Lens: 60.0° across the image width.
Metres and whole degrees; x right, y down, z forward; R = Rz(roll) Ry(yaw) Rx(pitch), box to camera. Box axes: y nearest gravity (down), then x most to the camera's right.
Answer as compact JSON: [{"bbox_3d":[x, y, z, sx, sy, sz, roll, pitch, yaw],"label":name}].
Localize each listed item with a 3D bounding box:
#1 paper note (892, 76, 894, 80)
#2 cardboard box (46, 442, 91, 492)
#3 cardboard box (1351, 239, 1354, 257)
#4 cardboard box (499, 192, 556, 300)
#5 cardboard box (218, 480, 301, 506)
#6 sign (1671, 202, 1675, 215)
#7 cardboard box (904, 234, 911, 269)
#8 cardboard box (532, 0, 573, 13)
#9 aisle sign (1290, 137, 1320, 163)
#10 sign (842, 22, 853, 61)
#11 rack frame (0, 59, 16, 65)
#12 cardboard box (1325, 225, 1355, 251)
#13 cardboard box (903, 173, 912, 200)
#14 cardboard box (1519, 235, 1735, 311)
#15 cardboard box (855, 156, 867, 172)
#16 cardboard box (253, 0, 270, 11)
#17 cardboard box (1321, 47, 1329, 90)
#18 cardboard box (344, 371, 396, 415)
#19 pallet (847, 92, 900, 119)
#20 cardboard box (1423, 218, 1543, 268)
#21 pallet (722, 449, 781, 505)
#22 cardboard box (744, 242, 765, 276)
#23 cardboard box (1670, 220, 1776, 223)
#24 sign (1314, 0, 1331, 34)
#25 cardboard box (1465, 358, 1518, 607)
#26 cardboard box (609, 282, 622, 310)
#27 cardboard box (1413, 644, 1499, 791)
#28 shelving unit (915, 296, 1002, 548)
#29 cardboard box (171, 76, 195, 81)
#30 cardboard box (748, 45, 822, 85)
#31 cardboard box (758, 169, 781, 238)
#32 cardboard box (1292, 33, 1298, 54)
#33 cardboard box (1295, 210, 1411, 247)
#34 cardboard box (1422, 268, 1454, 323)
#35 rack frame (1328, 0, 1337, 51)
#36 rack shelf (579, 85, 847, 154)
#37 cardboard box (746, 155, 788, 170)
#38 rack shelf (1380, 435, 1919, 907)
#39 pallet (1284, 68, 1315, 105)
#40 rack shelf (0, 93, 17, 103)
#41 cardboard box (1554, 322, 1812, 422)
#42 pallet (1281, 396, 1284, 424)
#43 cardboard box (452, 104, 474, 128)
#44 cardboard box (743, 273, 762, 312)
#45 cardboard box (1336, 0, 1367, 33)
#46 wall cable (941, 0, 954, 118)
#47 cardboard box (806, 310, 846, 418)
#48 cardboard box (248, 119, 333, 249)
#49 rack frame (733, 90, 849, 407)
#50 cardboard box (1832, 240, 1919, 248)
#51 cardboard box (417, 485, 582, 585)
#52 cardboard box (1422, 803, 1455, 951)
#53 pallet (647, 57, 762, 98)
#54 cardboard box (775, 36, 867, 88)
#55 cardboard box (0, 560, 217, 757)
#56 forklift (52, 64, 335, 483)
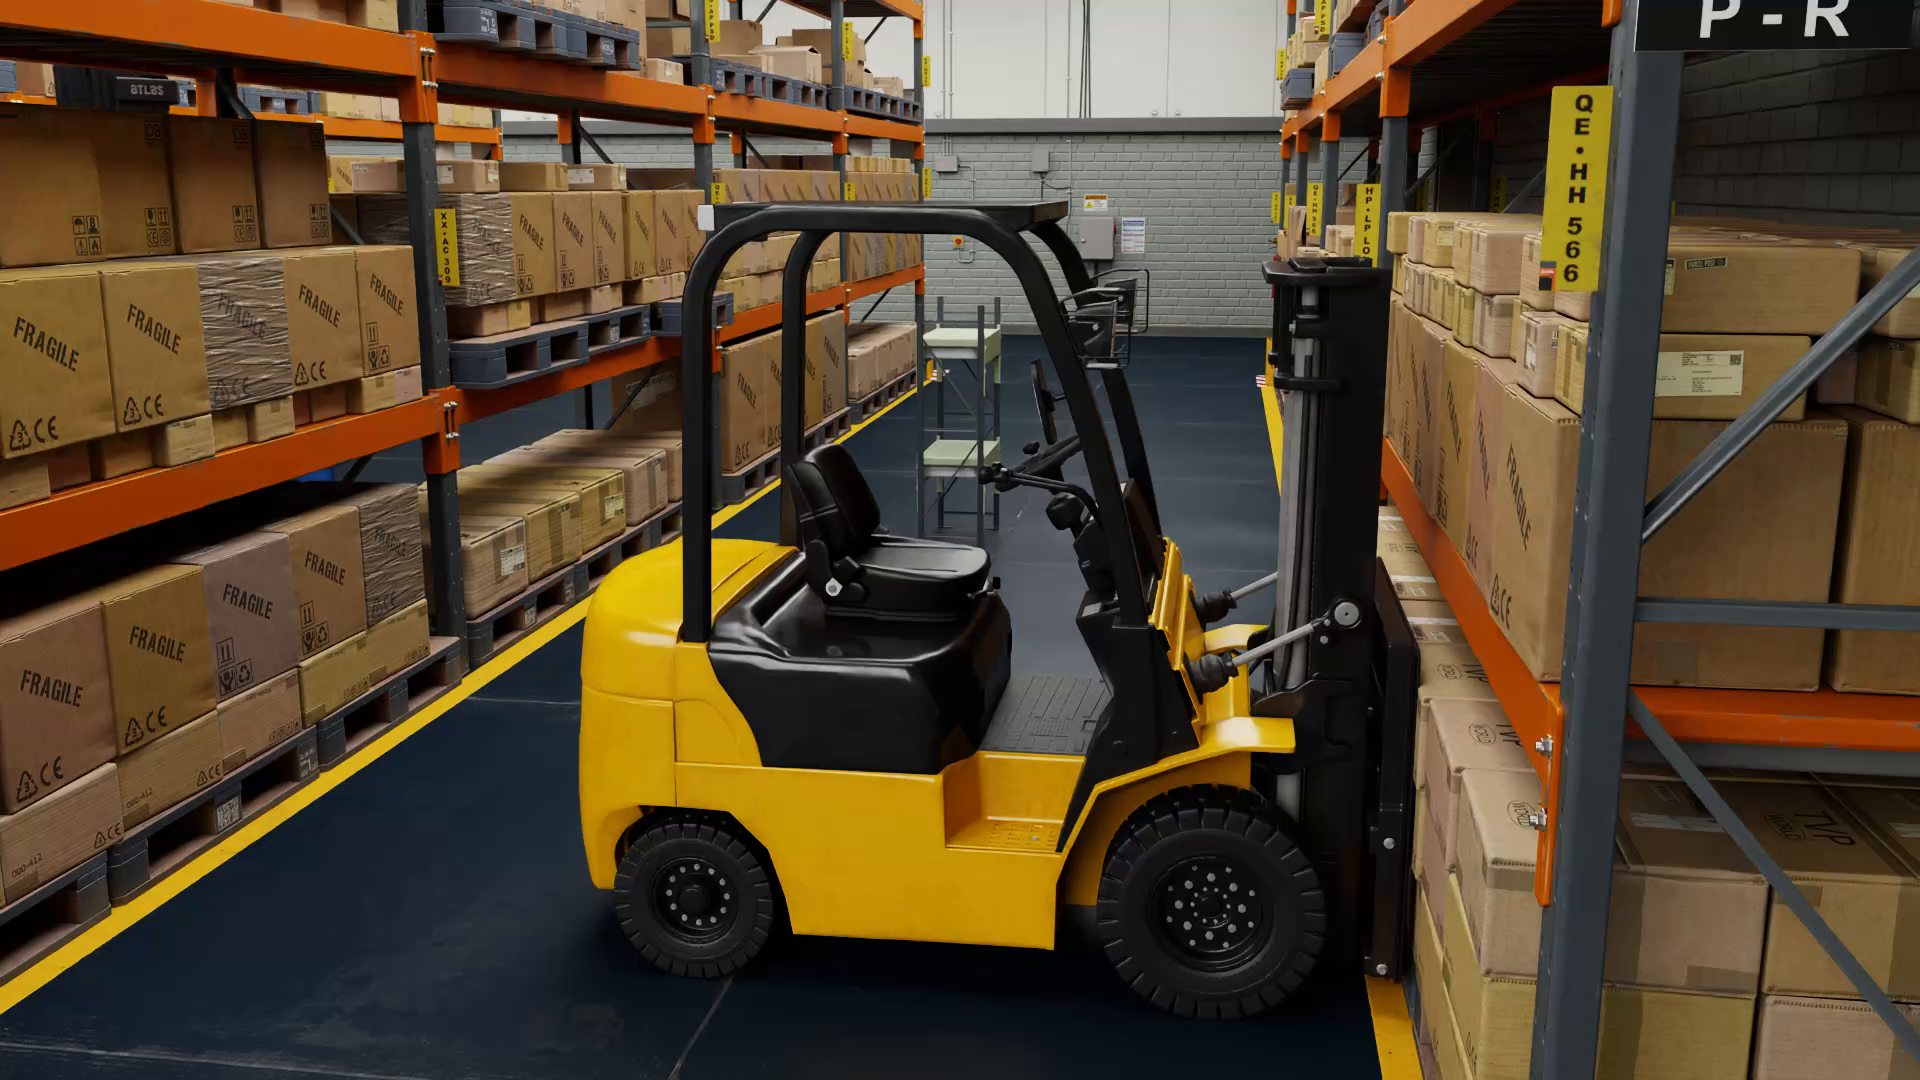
[{"bbox_3d":[-0.660,-4.572,16.461,0.006,0.032,0.123,2,12,9],"label":"paper note"},{"bbox_3d":[-2.898,-0.234,5.055,0.380,0.149,0.250,2,12,11],"label":"cardboard box"},{"bbox_3d":[2.002,-1.303,7.644,0.380,0.149,0.250,1,12,7],"label":"cardboard box"},{"bbox_3d":[-2.325,-1.449,8.155,0.500,0.500,0.500,2,12,9],"label":"cardboard box"},{"bbox_3d":[-3.115,0.030,6.985,0.500,0.500,0.500,2,12,11],"label":"cardboard box"},{"bbox_3d":[2.697,-1.141,6.423,0.100,0.325,0.005,2,12,9],"label":"sign"},{"bbox_3d":[-0.816,-3.190,17.940,0.500,0.500,0.500,2,12,7],"label":"cardboard box"},{"bbox_3d":[-2.194,-2.669,7.997,0.500,0.250,0.500,2,12,8],"label":"cardboard box"},{"bbox_3d":[3.714,-4.489,18.032,0.394,0.787,0.004,2,12,9],"label":"aisle sign"},{"bbox_3d":[-0.989,-4.379,14.599,0.100,0.325,0.005,2,12,9],"label":"sign"},{"bbox_3d":[-7.049,-4.761,11.226,1.000,3.000,0.127,2,12,9],"label":"rack frame"},{"bbox_3d":[2.423,-1.838,10.126,0.380,0.149,0.250,2,12,10],"label":"cardboard box"},{"bbox_3d":[-0.802,-3.674,17.812,0.500,0.500,0.500,2,12,9],"label":"cardboard box"},{"bbox_3d":[1.400,-0.564,3.508,0.380,0.149,0.250,2,12,10],"label":"cardboard box"},{"bbox_3d":[-1.102,-3.592,15.891,0.380,0.149,0.250,2,12,8],"label":"cardboard box"},{"bbox_3d":[-2.731,-1.969,5.988,0.380,0.149,0.250,1,12,7],"label":"cardboard box"},{"bbox_3d":[2.602,-3.037,10.701,0.500,0.250,0.500,1,12,7],"label":"cardboard box"},{"bbox_3d":[-2.537,-0.605,6.776,0.380,0.149,0.250,2,12,10],"label":"cardboard box"},{"bbox_3d":[-1.201,-4.368,16.732,1.003,0.211,1.213,2,12,9],"label":"pallet"},{"bbox_3d":[1.670,-0.935,5.229,0.380,0.149,0.250,2,12,8],"label":"cardboard box"},{"bbox_3d":[-1.946,-0.488,12.255,1.003,0.211,1.213,2,12,9],"label":"pallet"},{"bbox_3d":[-1.740,-2.065,12.126,0.500,0.250,0.500,2,12,10],"label":"cardboard box"},{"bbox_3d":[2.169,-0.866,4.909,0.380,0.149,0.250,2,12,8],"label":"cardboard box"},{"bbox_3d":[2.227,-3.266,10.182,0.100,0.325,0.005,2,12,9],"label":"sign"},{"bbox_3d":[1.438,-0.131,3.745,0.500,0.500,0.500,2,12,10],"label":"cardboard box"},{"bbox_3d":[-2.120,-1.371,9.333,0.380,0.149,0.250,1,12,7],"label":"cardboard box"},{"bbox_3d":[1.436,0.469,4.356,0.500,0.250,0.500,2,12,9],"label":"cardboard box"},{"bbox_3d":[-0.001,-0.732,10.329,0.431,1.500,0.755,2,12,9],"label":"shelving unit"},{"bbox_3d":[-6.801,-4.066,13.878,0.797,0.503,0.637,2,12,8],"label":"cardboard box"},{"bbox_3d":[-1.455,-3.960,13.841,0.500,0.311,0.500,2,12,9],"label":"cardboard box"},{"bbox_3d":[-1.663,-2.532,12.513,0.500,0.500,0.500,2,12,10],"label":"cardboard box"},{"bbox_3d":[2.847,-3.948,13.227,0.380,0.149,0.250,2,12,8],"label":"cardboard box"},{"bbox_3d":[2.831,-2.131,12.018,0.797,0.503,0.637,2,12,7],"label":"cardboard box"},{"bbox_3d":[1.614,-0.739,5.026,0.380,0.149,0.250,1,12,7],"label":"cardboard box"},{"bbox_3d":[2.763,-4.462,9.837,1.000,3.000,0.127,2,12,9],"label":"rack frame"},{"bbox_3d":[-1.834,-3.220,12.903,1.077,0.370,4.000,2,12,9],"label":"rack shelf"},{"bbox_3d":[-1.794,-3.451,15.236,0.380,0.149,0.250,2,12,7],"label":"cardboard box"},{"bbox_3d":[1.840,0.072,4.749,1.077,0.370,4.000,2,12,9],"label":"rack shelf"},{"bbox_3d":[3.052,-3.387,12.414,1.213,0.211,1.003,2,12,9],"label":"pallet"},{"bbox_3d":[-7.356,-2.527,9.686,1.077,0.370,4.000,2,12,9],"label":"rack shelf"},{"bbox_3d":[1.309,-0.311,3.039,0.380,0.149,0.250,2,12,9],"label":"cardboard box"},{"bbox_3d":[3.485,-1.141,15.289,1.003,0.211,1.213,2,12,9],"label":"pallet"},{"bbox_3d":[-5.698,-4.677,18.312,0.500,0.250,0.500,2,12,9],"label":"cardboard box"},{"bbox_3d":[-1.757,-1.817,12.160,0.500,0.250,0.500,2,12,7],"label":"cardboard box"},{"bbox_3d":[2.411,-3.156,9.424,0.500,0.500,0.500,2,12,9],"label":"cardboard box"},{"bbox_3d":[-0.315,-7.480,23.843,0.463,3.000,0.029,2,12,9],"label":"wall cable"},{"bbox_3d":[-1.543,-1.557,14.644,0.875,0.875,0.875,2,12,10],"label":"cardboard box"},{"bbox_3d":[-3.039,-1.455,6.808,0.700,0.500,0.500,2,12,8],"label":"cardboard box"},{"bbox_3d":[-1.527,-2.522,15.075,1.000,3.000,0.127,2,12,9],"label":"rack frame"},{"bbox_3d":[1.898,-0.491,3.171,0.380,0.149,0.250,2,12,11],"label":"cardboard box"},{"bbox_3d":[-2.572,-0.036,8.782,0.950,0.372,0.625,3,12,12],"label":"cardboard box"},{"bbox_3d":[1.387,0.815,3.934,0.500,0.250,0.500,2,12,8],"label":"cardboard box"},{"bbox_3d":[-2.095,-3.199,11.545,1.213,0.211,1.003,2,12,11],"label":"pallet"},{"bbox_3d":[-1.351,-4.575,16.001,0.797,0.503,0.637,3,12,13],"label":"cardboard box"},{"bbox_3d":[-2.811,0.371,5.400,0.500,0.500,0.500,2,12,10],"label":"cardboard box"},{"bbox_3d":[-5.407,-1.342,9.765,3.031,2.935,1.130,-12,17,-43],"label":"forklift"}]
